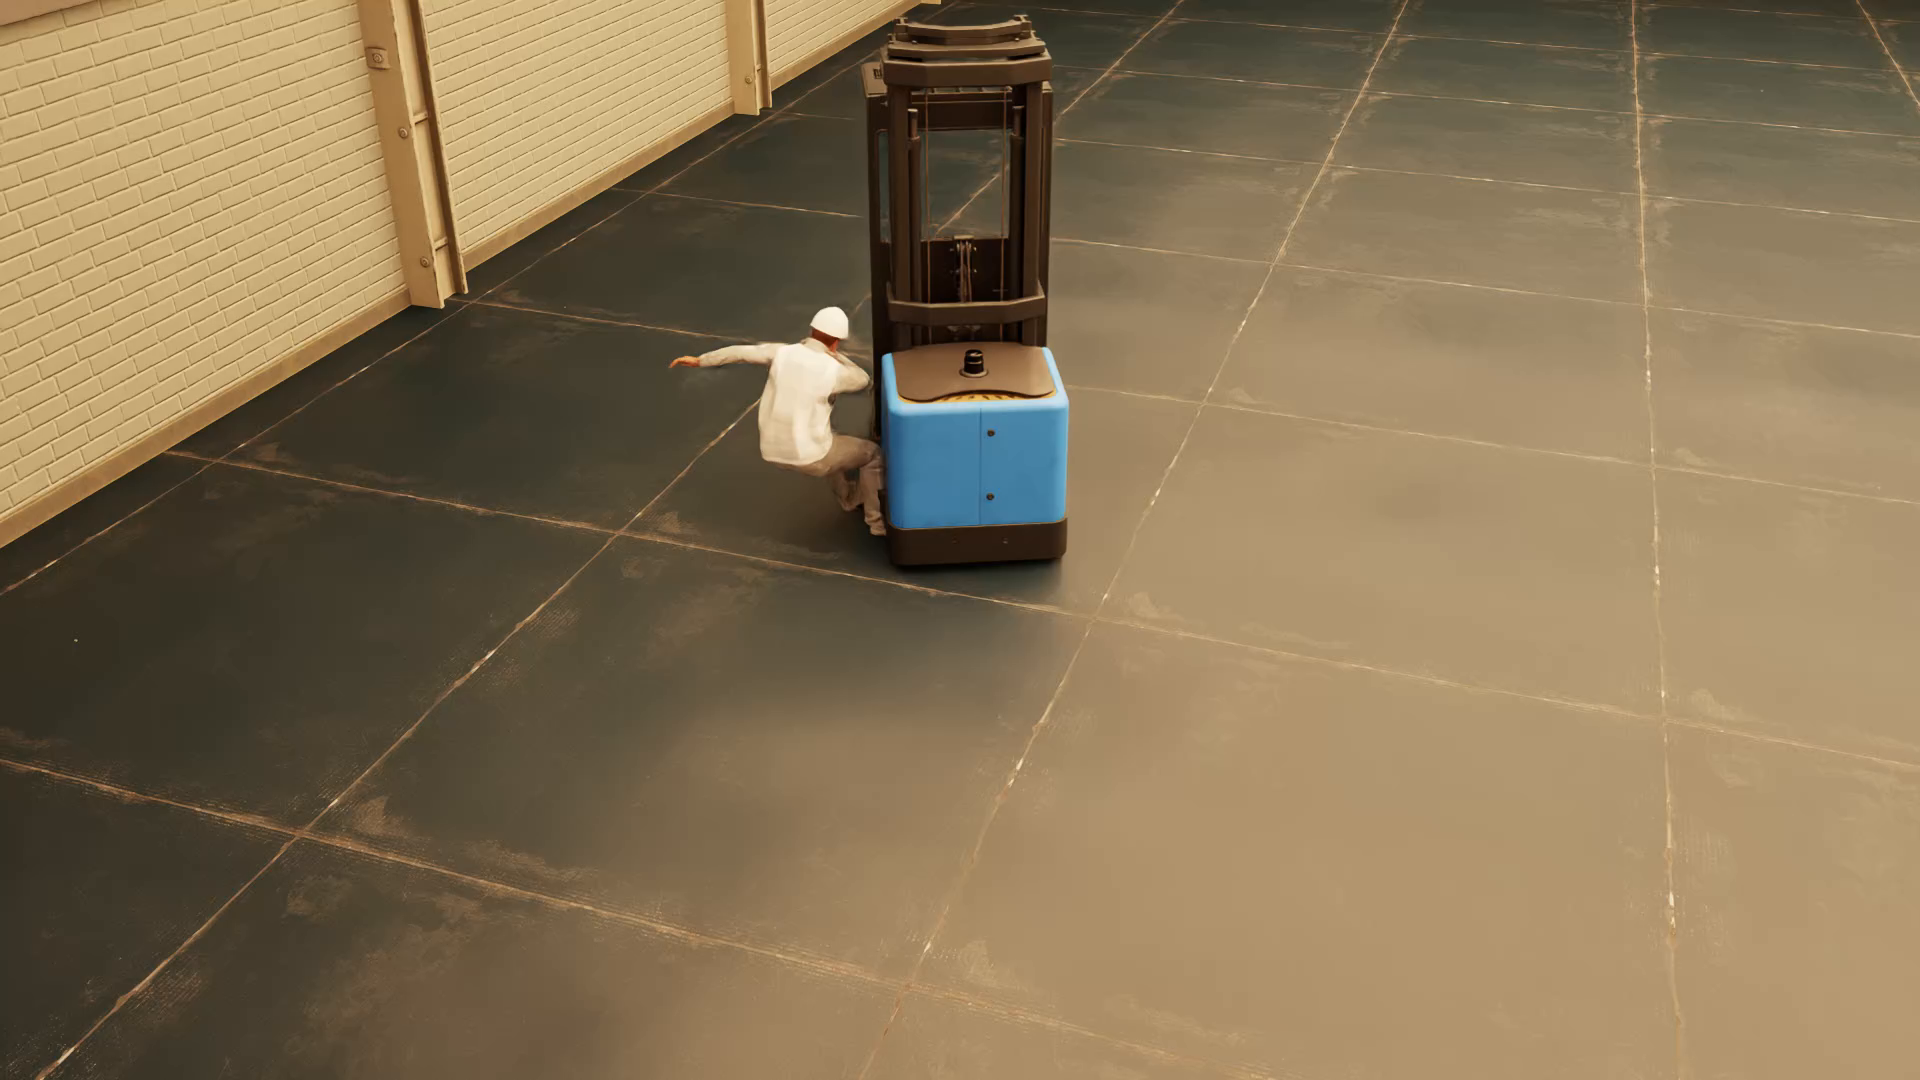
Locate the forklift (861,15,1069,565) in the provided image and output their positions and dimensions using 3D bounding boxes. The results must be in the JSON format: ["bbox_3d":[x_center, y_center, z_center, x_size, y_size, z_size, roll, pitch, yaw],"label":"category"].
[{"bbox_3d":[-0.026,-1.828,10.344,1.130,2.935,3.031,-3,30,-5],"label":"forklift"}]

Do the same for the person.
[{"bbox_3d":[-0.963,-0.723,9.966,1.278,1.443,0.824,14,33,23],"label":"person"}]
